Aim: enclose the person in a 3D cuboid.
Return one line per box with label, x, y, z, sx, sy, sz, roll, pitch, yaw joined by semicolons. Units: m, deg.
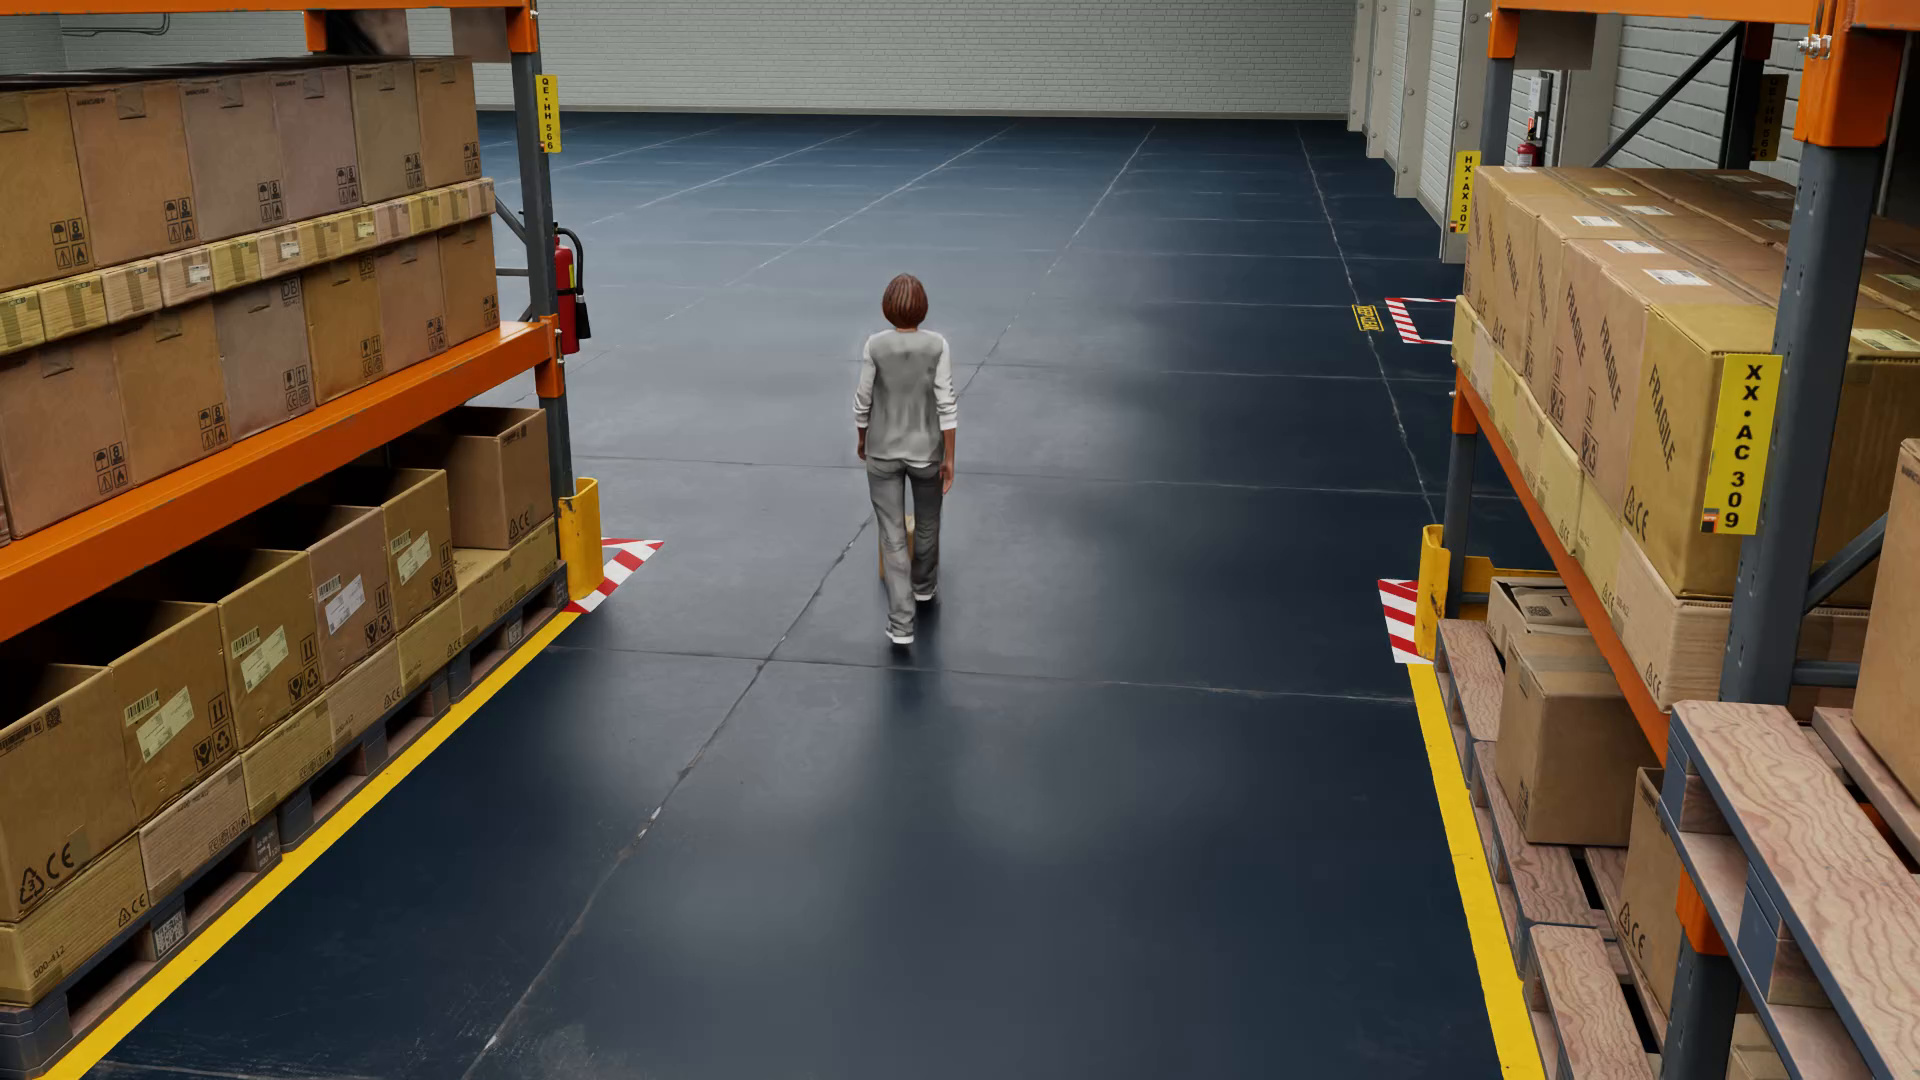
person;-0.250;-0.394;7.222;0.430;1.565;0.823;-3;18;-8
